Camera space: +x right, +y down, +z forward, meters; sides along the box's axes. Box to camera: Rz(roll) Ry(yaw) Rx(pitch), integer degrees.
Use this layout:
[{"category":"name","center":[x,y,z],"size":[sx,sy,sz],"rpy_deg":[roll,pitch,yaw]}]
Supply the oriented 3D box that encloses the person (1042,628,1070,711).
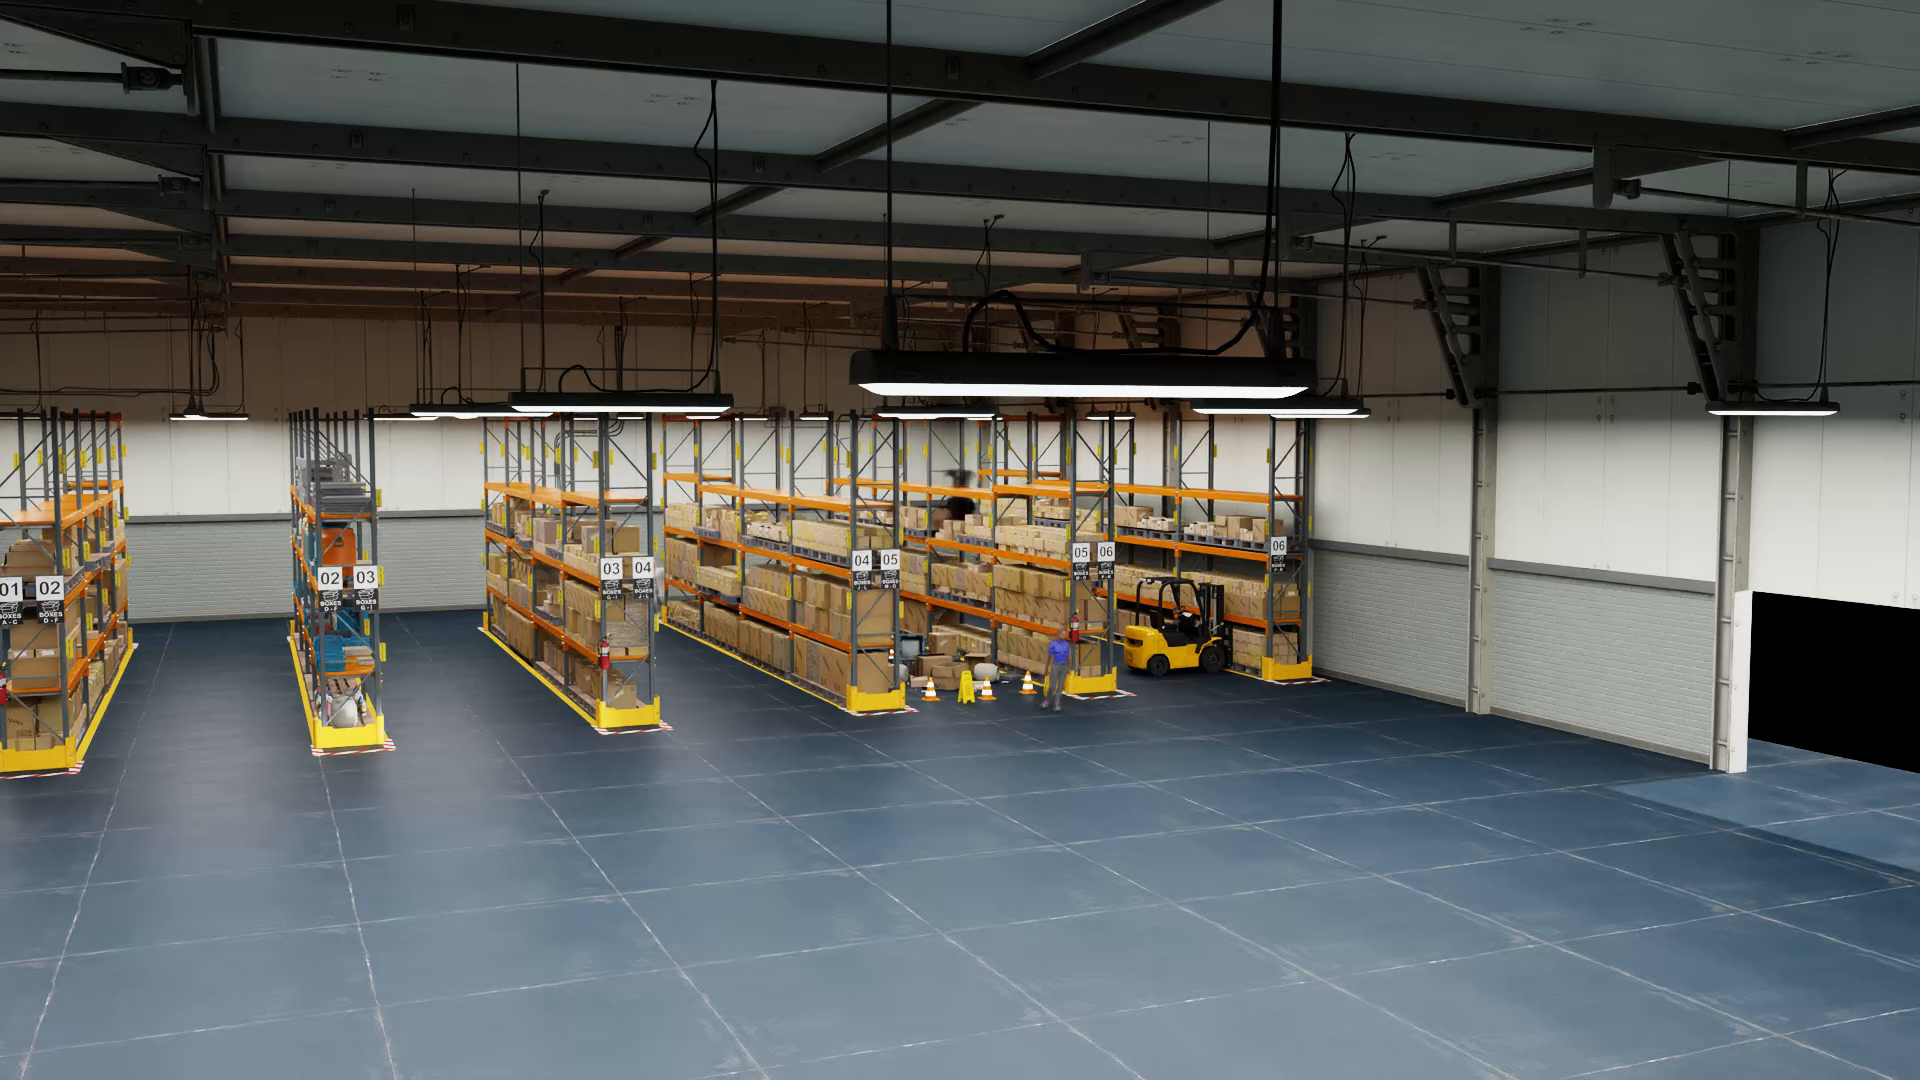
[{"category":"person","center":[1.908,2.570,33.116],"size":[0.555,1.648,0.433],"rpy_deg":[-2,4,-25]}]

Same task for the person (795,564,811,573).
[{"category":"person","center":[-4.968,1.222,52.347],"size":[0.727,1.700,0.616],"rpy_deg":[4,5,43]}]

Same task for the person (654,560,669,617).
[{"category":"person","center":[-8.940,1.442,49.277],"size":[0.695,1.728,0.725],"rpy_deg":[1,4,12]}]
